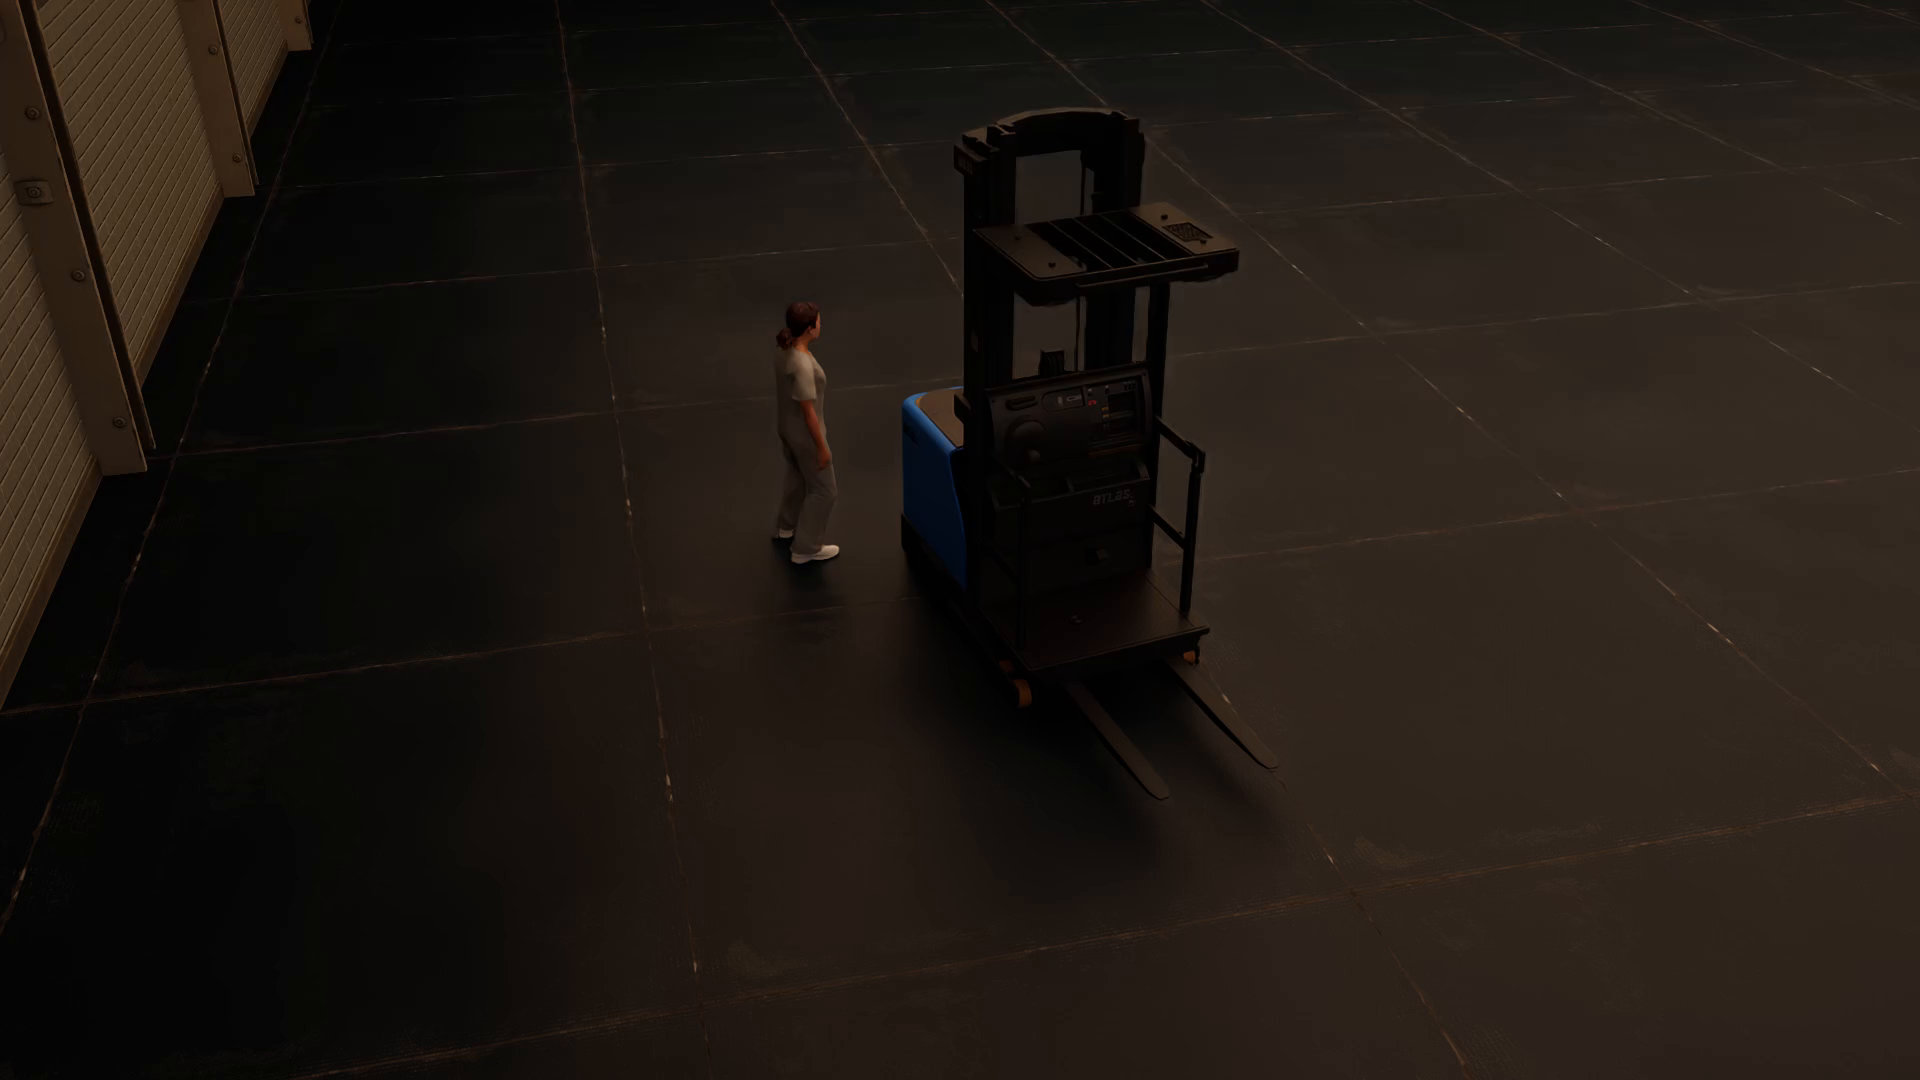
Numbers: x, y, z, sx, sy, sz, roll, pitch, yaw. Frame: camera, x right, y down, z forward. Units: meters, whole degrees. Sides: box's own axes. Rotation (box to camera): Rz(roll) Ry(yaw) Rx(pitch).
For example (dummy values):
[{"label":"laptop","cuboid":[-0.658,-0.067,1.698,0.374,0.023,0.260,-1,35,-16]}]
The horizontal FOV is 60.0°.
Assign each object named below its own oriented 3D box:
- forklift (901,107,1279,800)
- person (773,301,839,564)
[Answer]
[{"label":"forklift","cuboid":[0.674,-0.604,8.617,1.130,2.935,3.031,-12,32,-19]},{"label":"person","cuboid":[-0.940,-0.659,9.994,0.327,1.650,0.679,-13,33,-22]}]
